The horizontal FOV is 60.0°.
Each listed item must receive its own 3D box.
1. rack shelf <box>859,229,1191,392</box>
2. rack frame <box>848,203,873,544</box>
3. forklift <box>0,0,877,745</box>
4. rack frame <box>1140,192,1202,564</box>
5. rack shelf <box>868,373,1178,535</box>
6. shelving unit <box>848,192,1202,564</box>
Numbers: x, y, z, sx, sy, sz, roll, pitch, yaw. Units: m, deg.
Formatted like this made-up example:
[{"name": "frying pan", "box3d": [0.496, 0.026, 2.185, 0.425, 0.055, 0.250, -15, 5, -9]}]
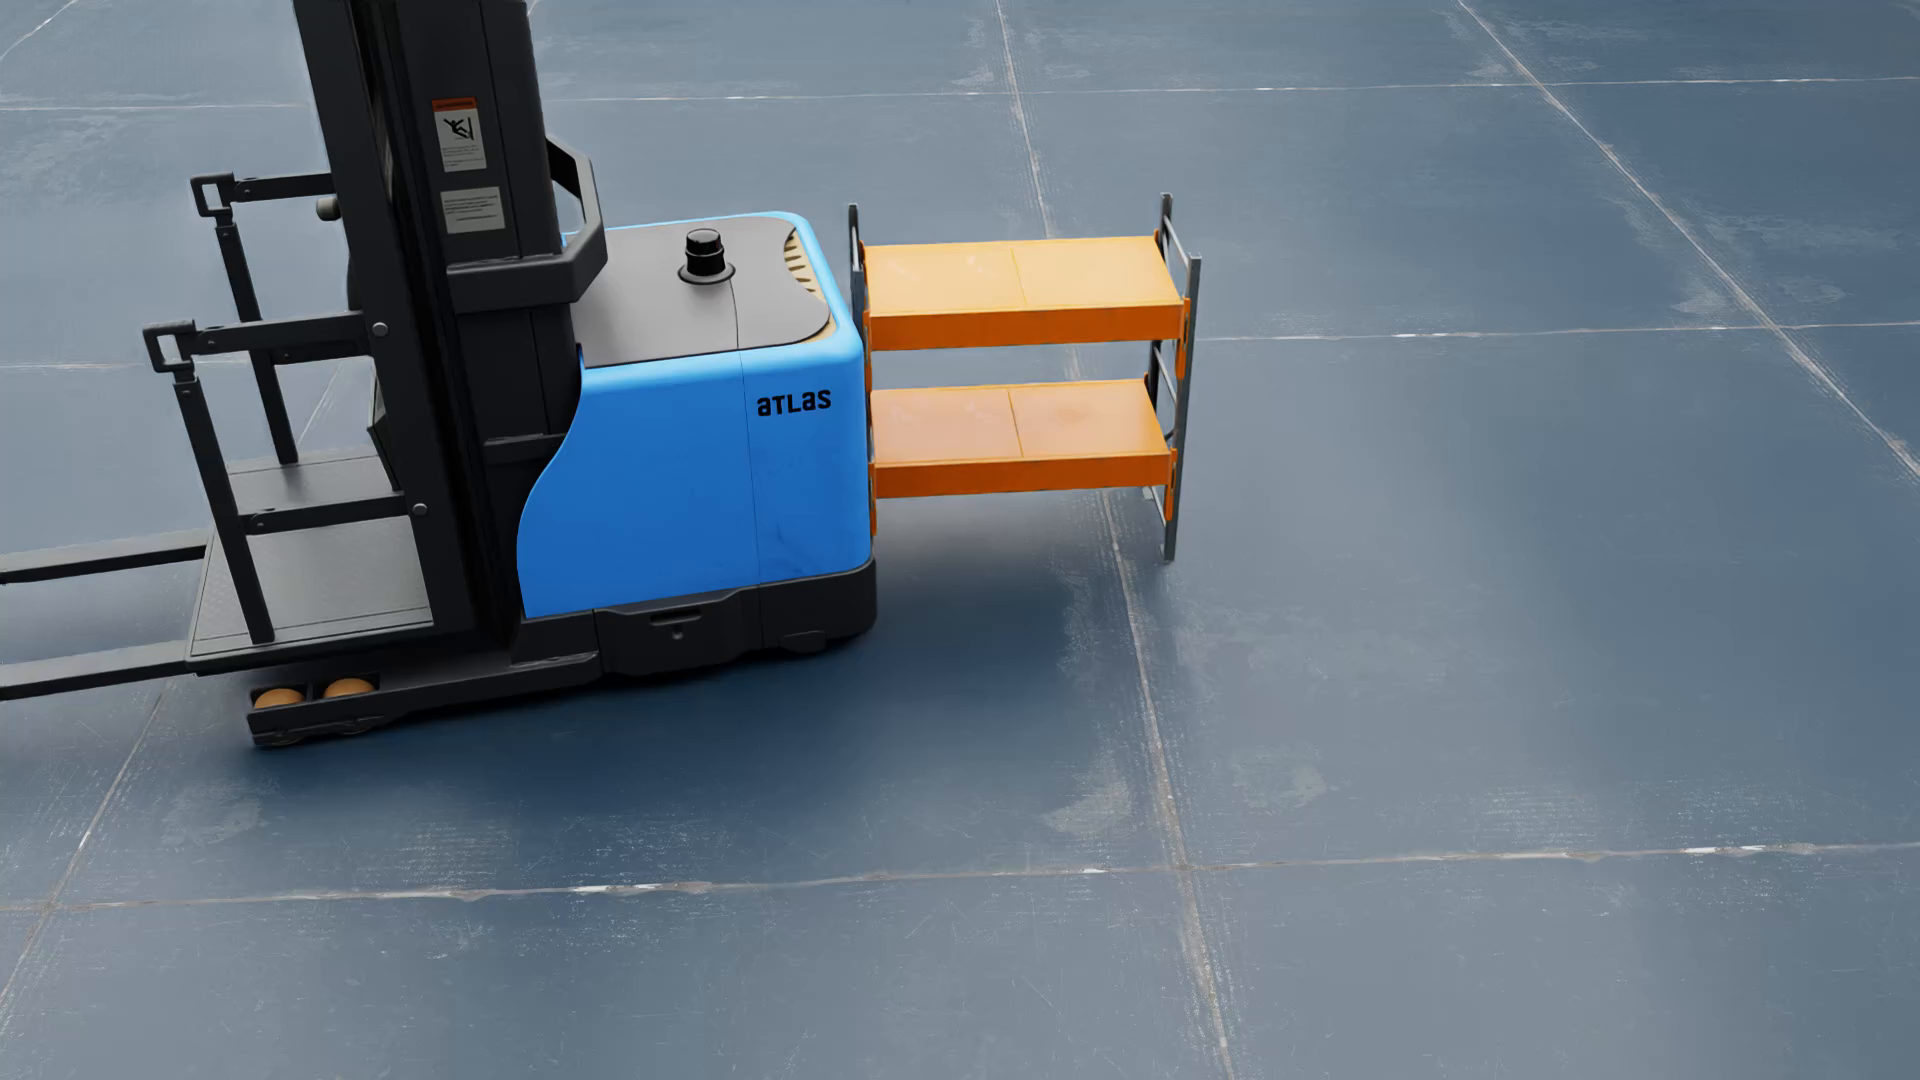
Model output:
[{"name": "rack shelf", "box3d": [0.183, -0.741, 5.318, 1.000, 0.278, 0.538, -3, 35, -4]}, {"name": "rack frame", "box3d": [-0.323, -0.475, 5.448, 0.032, 1.125, 0.500, -3, 35, -4]}, {"name": "forklift", "box3d": [-1.837, -0.936, 4.527, 3.031, 2.935, 1.130, -8, 36, -12]}, {"name": "rack frame", "box3d": [0.690, -0.525, 5.520, 0.032, 1.125, 0.500, -3, 35, -4]}, {"name": "rack shelf", "box3d": [0.183, -0.299, 5.623, 1.000, 0.278, 0.538, -3, 35, -4]}, {"name": "shelving unit", "box3d": [0.183, -0.500, 5.484, 1.048, 1.125, 0.538, -3, 35, -4]}]
